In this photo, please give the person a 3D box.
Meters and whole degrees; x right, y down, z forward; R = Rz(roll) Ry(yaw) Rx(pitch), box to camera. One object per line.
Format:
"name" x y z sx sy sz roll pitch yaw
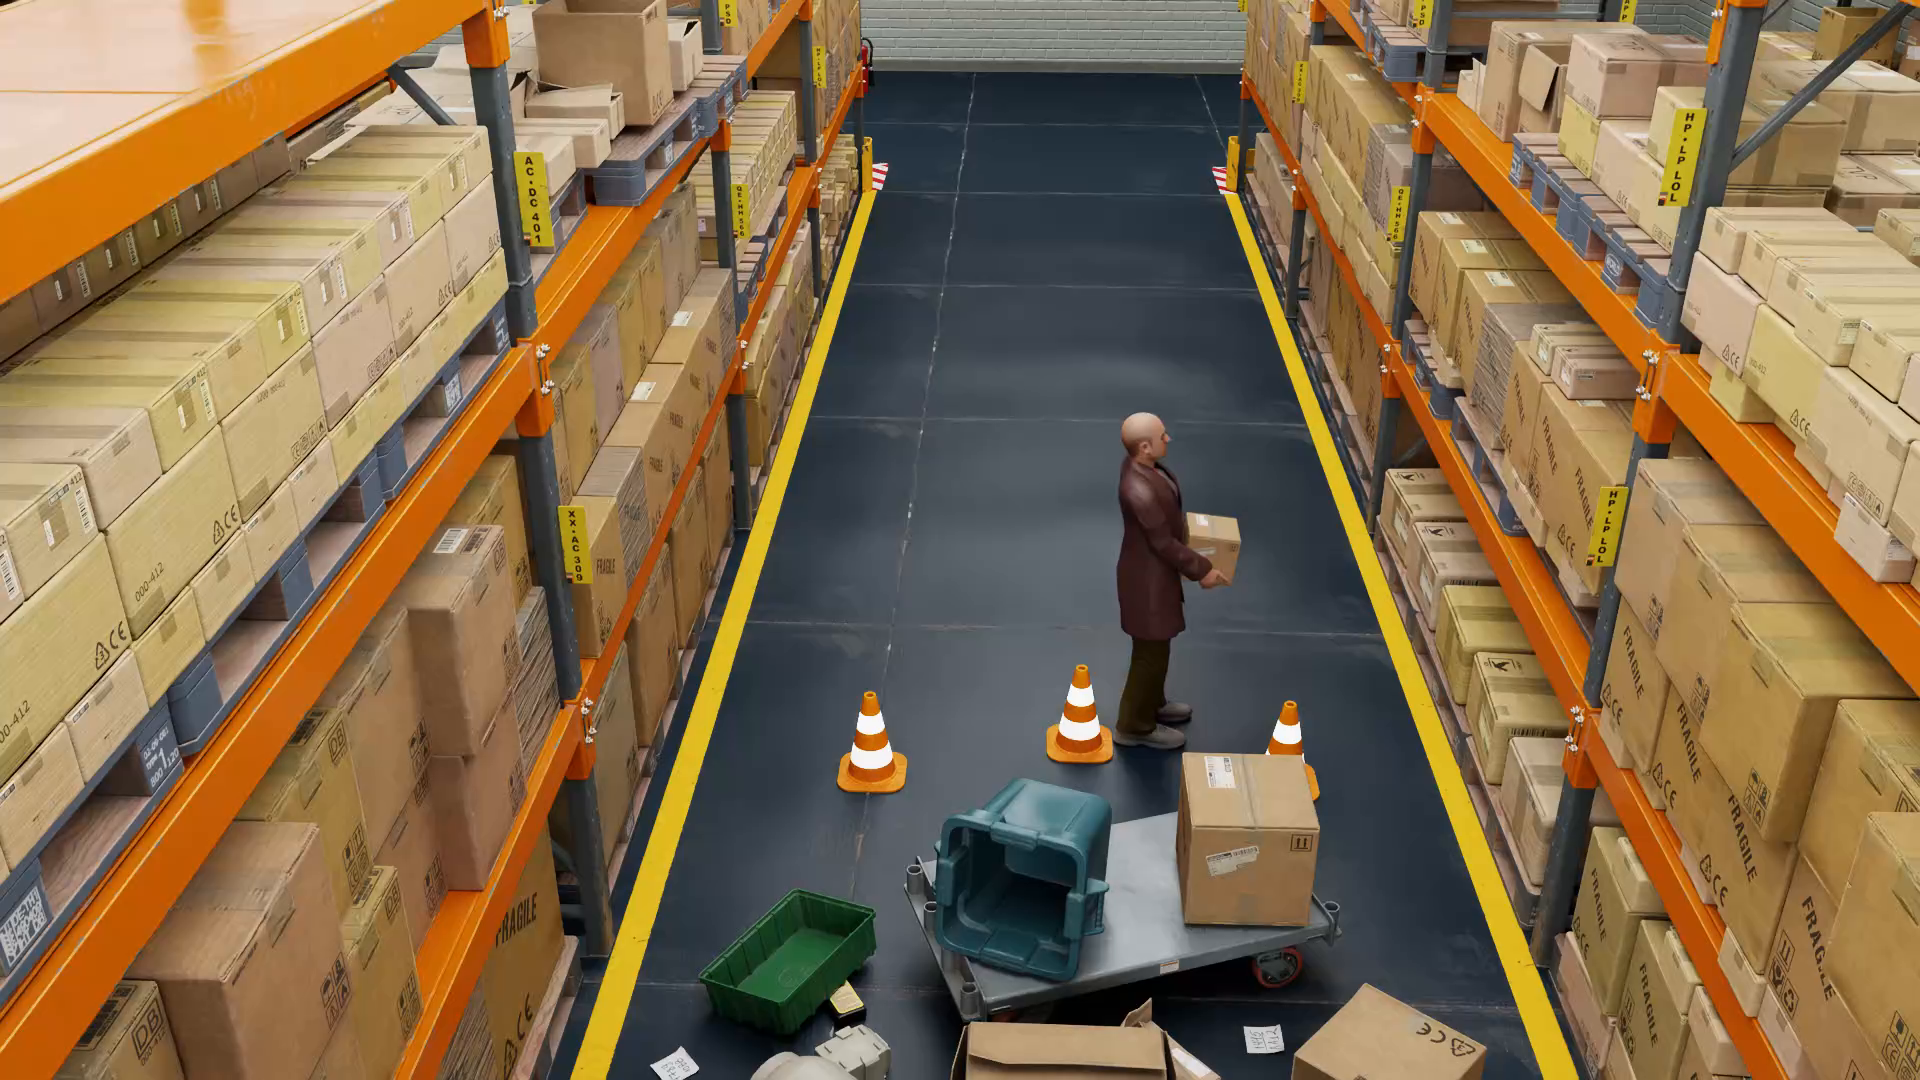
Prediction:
"person" 1.039 0.197 8.266 0.555 1.770 0.528 1 28 3
